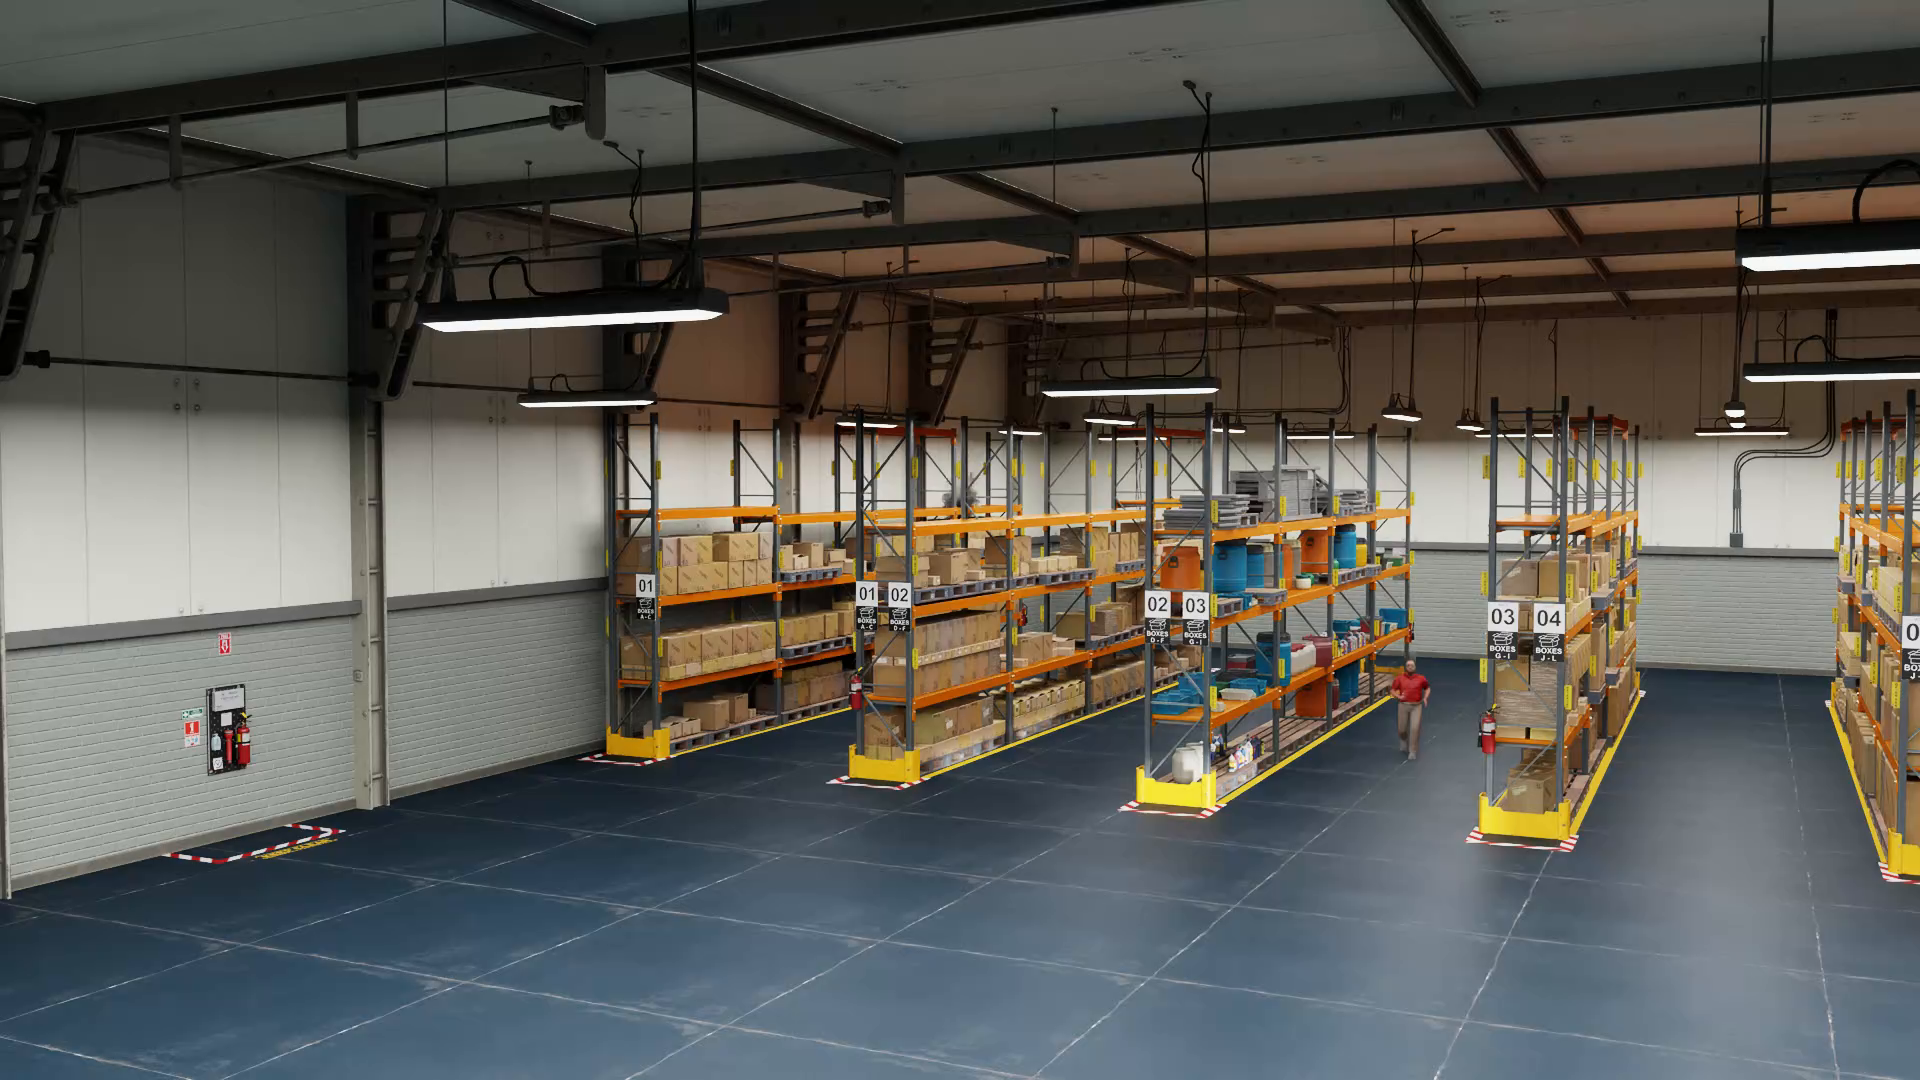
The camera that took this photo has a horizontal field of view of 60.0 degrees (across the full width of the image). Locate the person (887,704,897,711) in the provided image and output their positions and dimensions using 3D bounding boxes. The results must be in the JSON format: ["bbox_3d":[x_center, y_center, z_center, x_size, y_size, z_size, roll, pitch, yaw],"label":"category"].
[{"bbox_3d":[-1.195,2.867,32.278,0.606,1.619,0.808,1,3,19],"label":"person"}]

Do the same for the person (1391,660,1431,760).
[{"bbox_3d":[7.851,2.936,28.968,0.675,1.687,0.834,1,2,15],"label":"person"}]
